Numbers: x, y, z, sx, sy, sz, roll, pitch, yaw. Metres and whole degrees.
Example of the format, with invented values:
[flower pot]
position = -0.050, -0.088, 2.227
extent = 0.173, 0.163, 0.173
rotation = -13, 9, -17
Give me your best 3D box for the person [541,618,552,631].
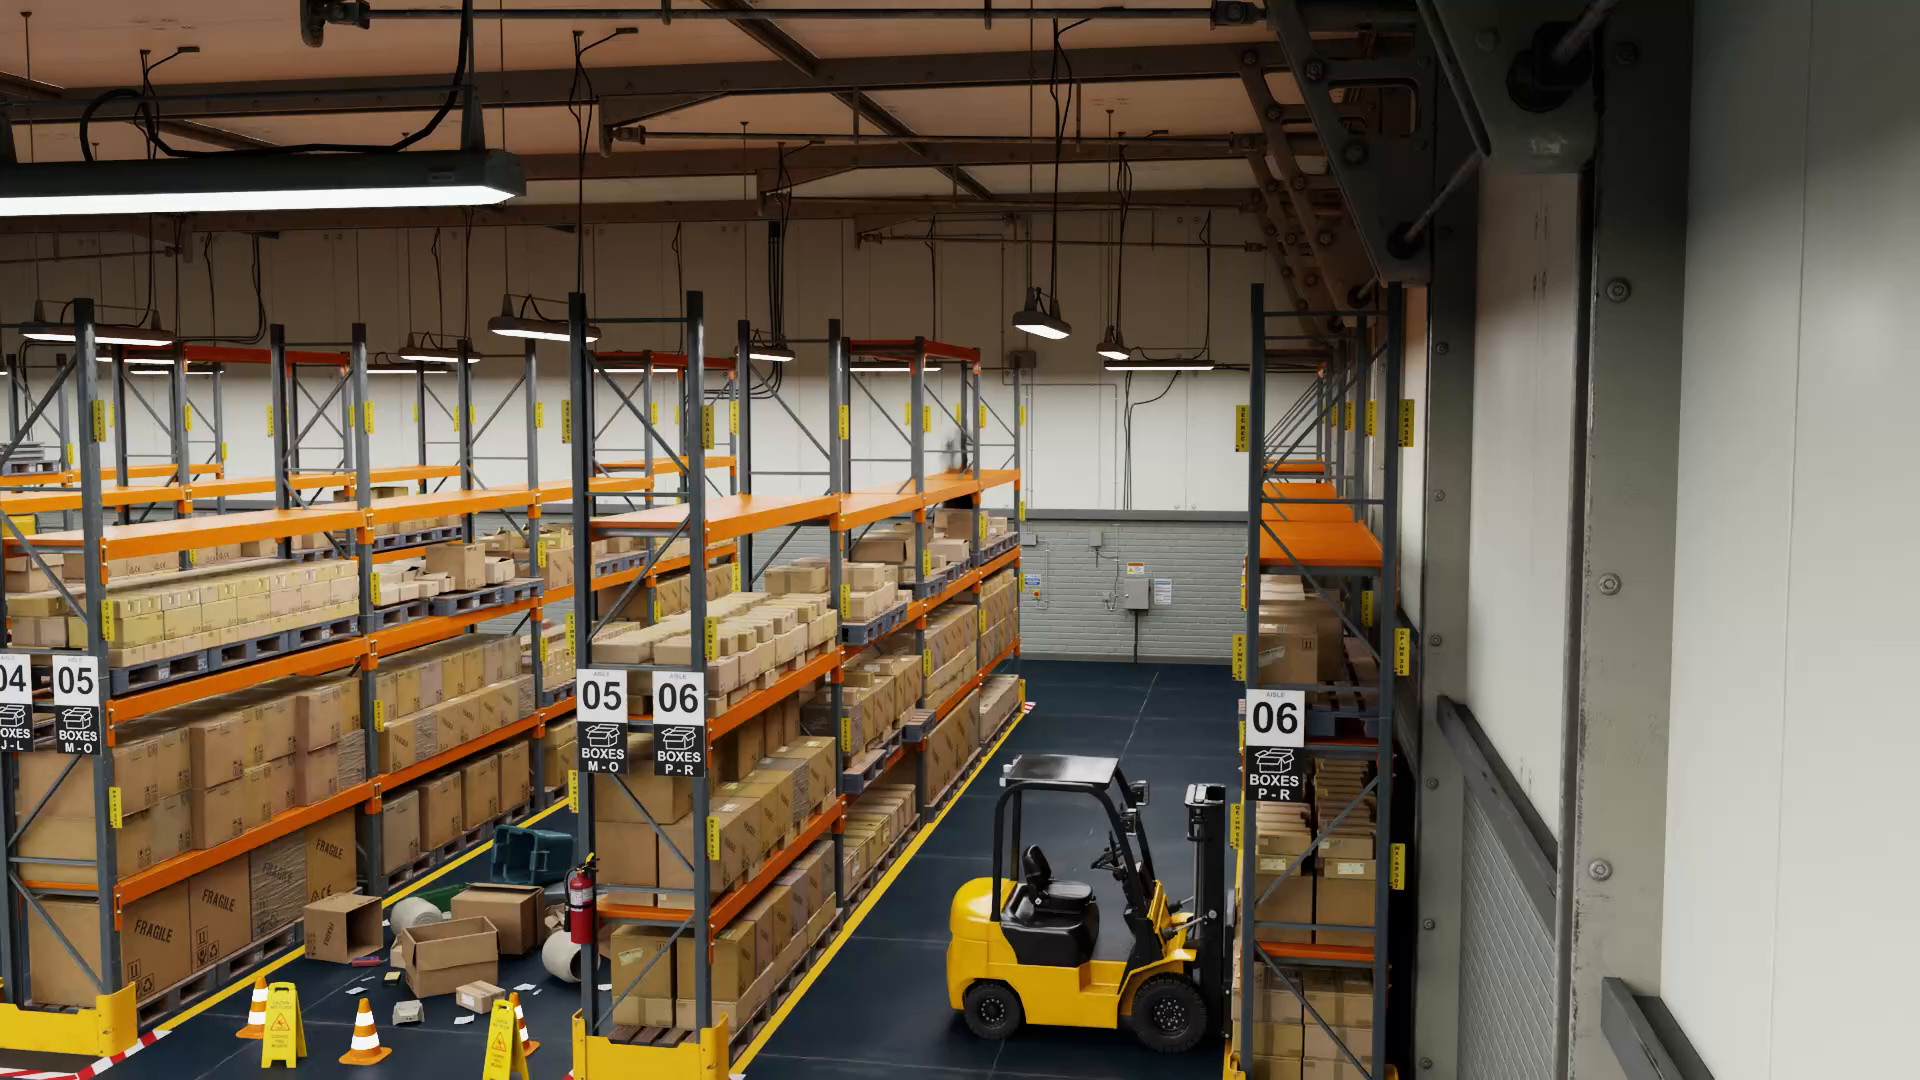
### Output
[person]
position = -6.683, 2.118, 26.841
extent = 0.658, 1.716, 0.947
rotation = 1, 5, 13
